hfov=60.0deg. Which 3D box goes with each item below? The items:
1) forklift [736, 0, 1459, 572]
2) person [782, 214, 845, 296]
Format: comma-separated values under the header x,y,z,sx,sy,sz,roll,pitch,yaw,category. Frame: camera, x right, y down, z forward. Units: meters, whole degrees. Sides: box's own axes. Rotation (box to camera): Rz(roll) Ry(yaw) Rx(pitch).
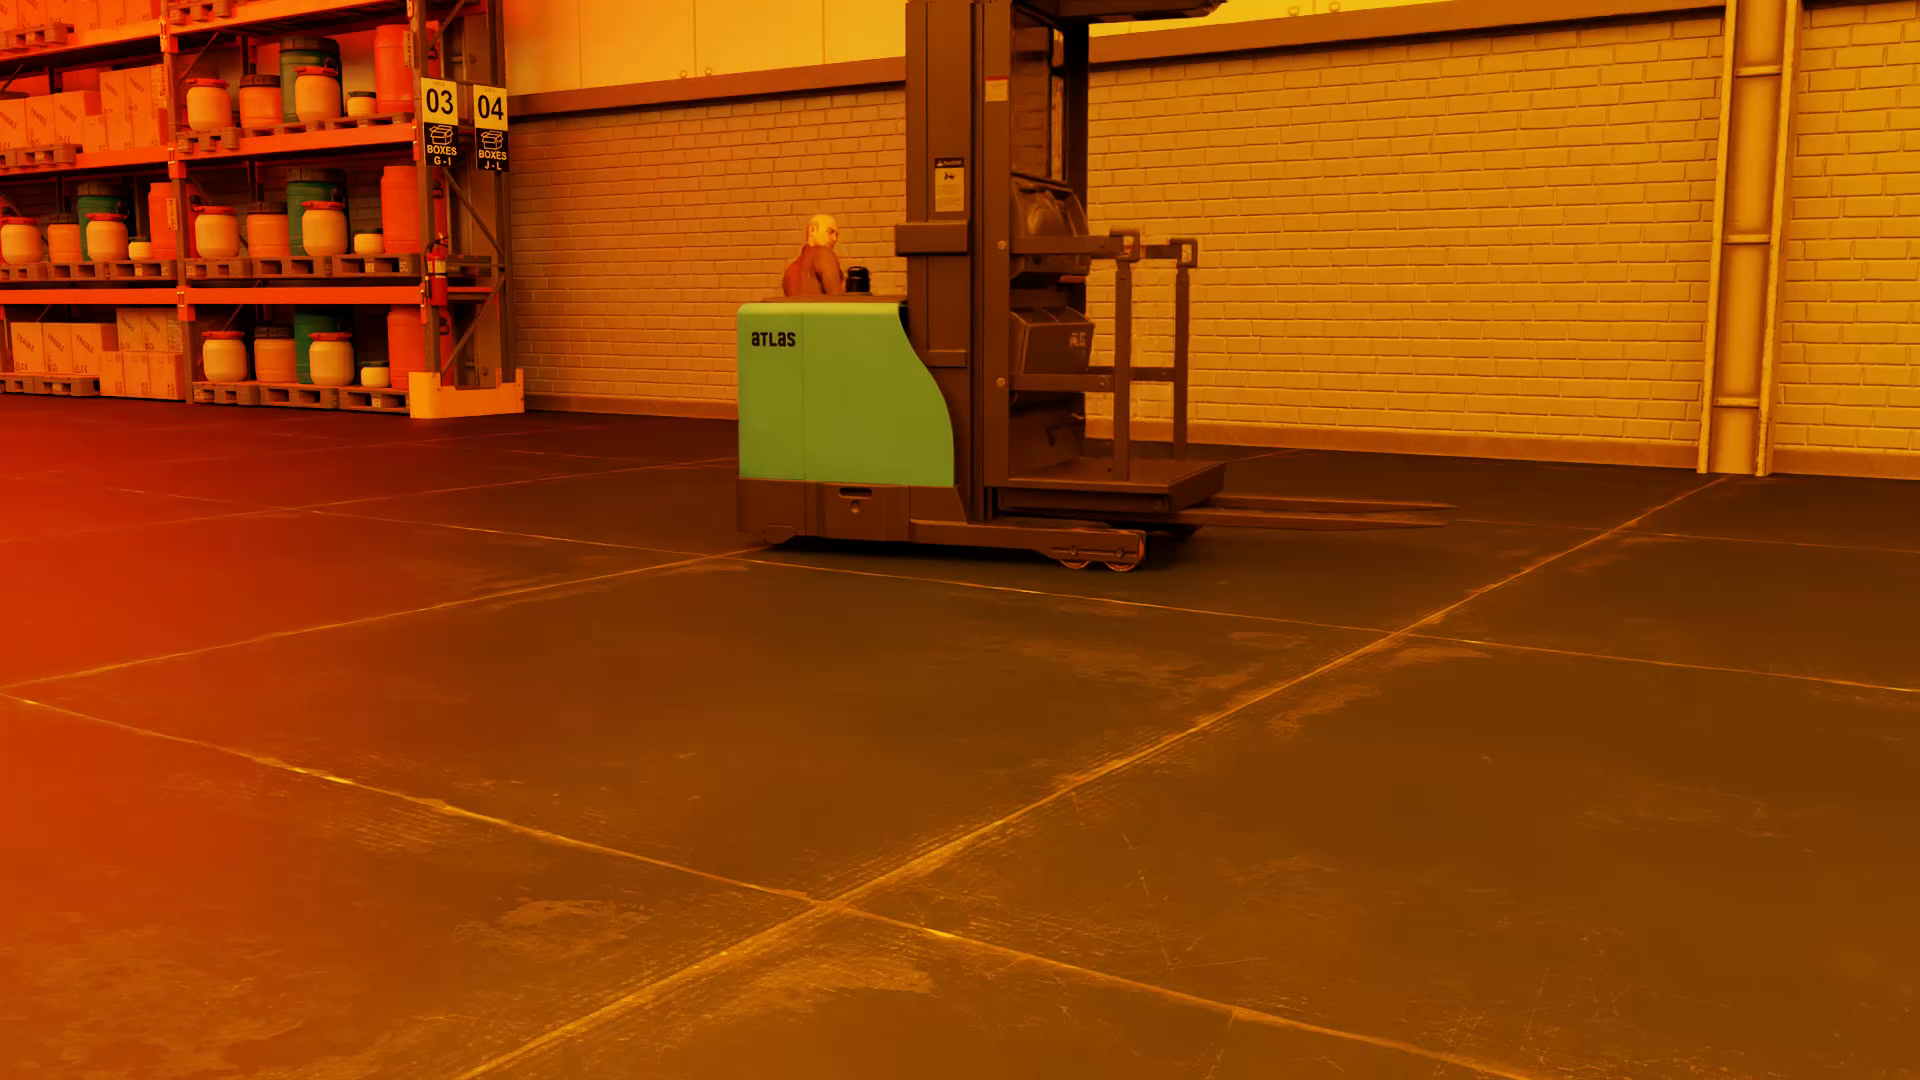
x,y,z,sx,sy,sz,roll,pitch,yaw,category
0.580,-1.408,7.093,3.031,2.935,1.130,3,9,21,forklift
-0.746,-1.198,10.315,0.817,1.626,0.850,6,10,34,person
